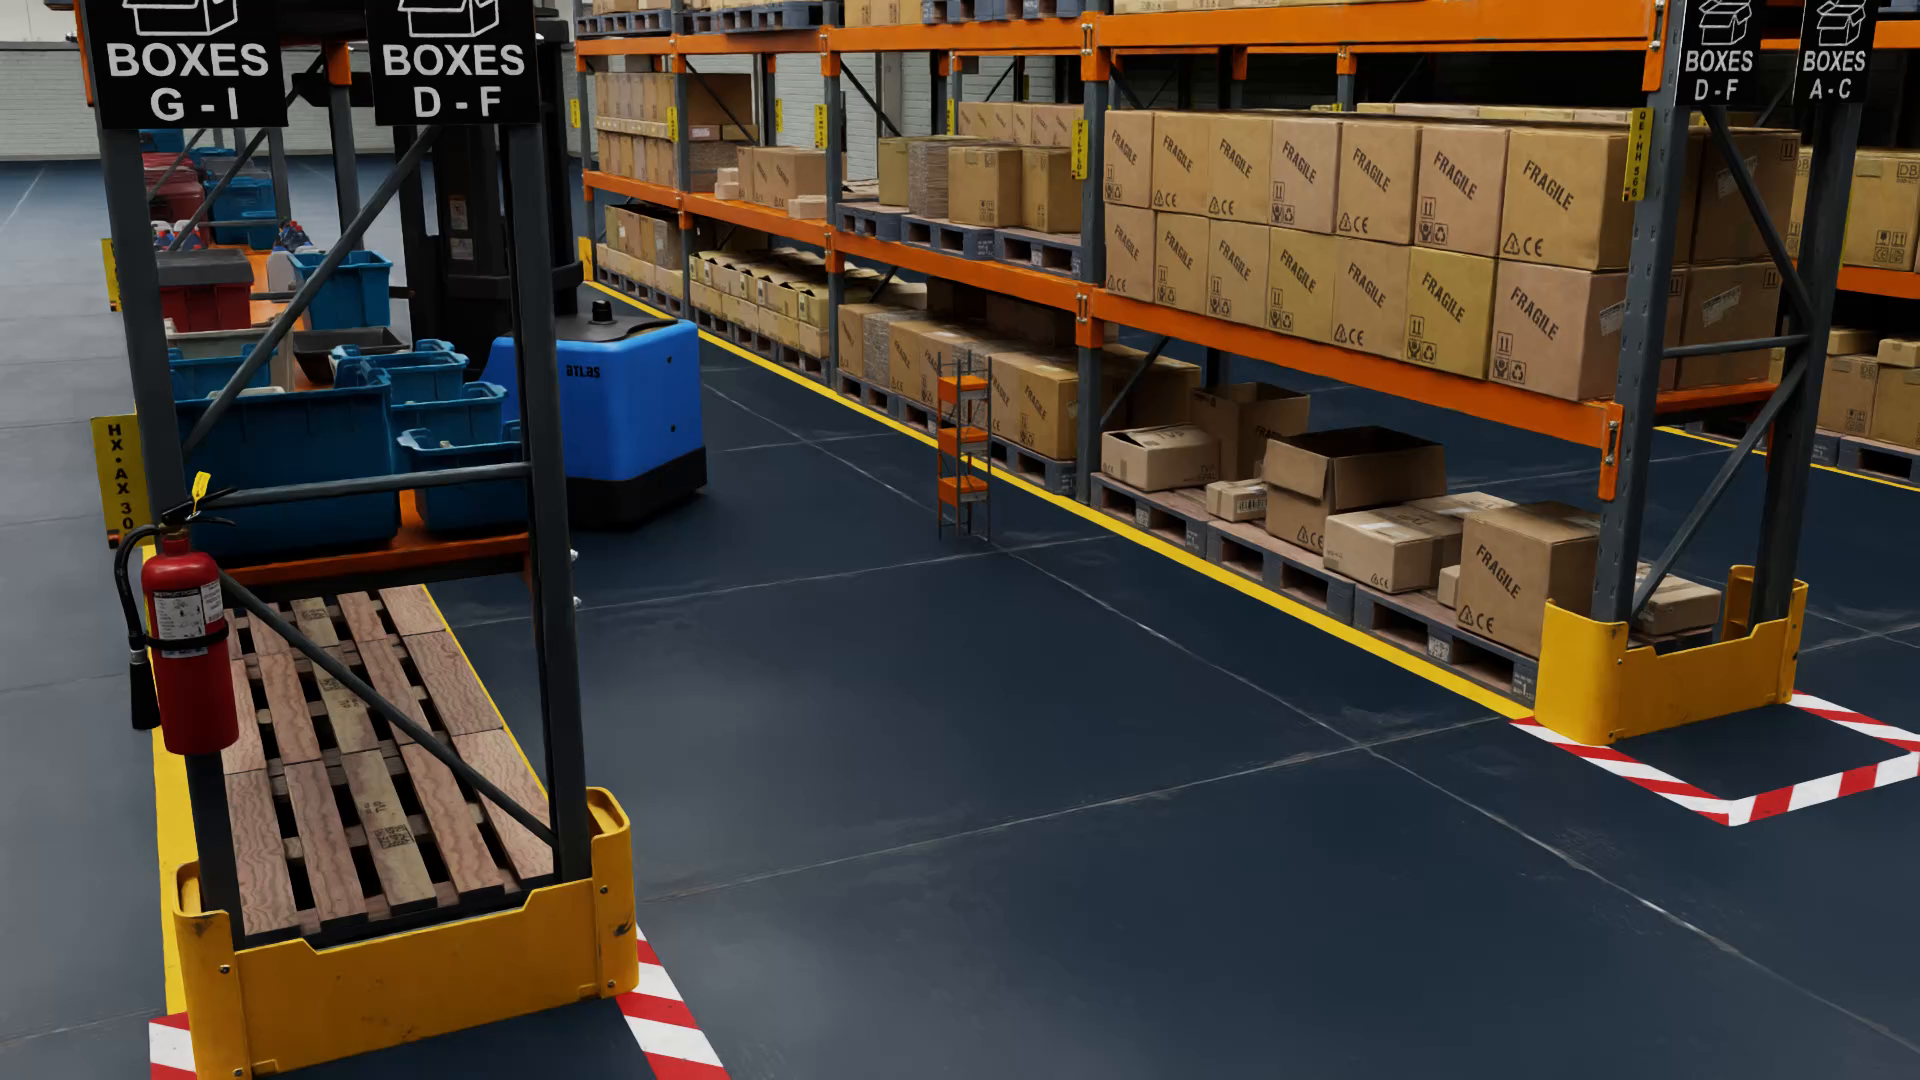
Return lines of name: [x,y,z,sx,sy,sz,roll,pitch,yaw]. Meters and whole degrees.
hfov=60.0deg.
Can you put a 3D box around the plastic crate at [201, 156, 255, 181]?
plastic crate: [-6.297,-3.055,14.341,0.402,0.464,0.583,-8,18,-25]

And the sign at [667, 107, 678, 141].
sign: [-2.828,-4.091,16.356,0.100,0.325,0.005,-8,18,-25]

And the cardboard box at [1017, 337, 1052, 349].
cardboard box: [0.726,-1.136,11.505,0.500,0.500,0.500,-7,18,-24]

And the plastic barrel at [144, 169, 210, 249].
plastic barrel: [-5.507,-2.259,11.437,0.600,0.536,0.708,-8,18,-25]

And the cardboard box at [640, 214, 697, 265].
cardboard box: [-3.160,-3.283,18.116,0.500,0.500,0.500,-8,18,-25]

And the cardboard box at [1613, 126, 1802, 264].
cardboard box: [2.970,-1.400,6.696,0.500,0.500,0.500,-7,17,-23]

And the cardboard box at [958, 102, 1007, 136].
cardboard box: [0.308,-5.439,21.643,0.500,0.500,0.500,-8,18,-25]

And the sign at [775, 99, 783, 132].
sign: [-1.846,-4.291,16.810,0.100,0.325,0.005,-8,18,-25]

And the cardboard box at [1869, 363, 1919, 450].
cardboard box: [6.302,-0.870,10.616,0.700,0.500,0.500,-7,18,-24]

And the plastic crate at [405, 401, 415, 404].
plastic crate: [-1.702,-0.392,5.549,0.250,0.136,0.298,-8,18,-25]

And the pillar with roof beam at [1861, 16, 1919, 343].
pillar with roof beam: [2.841,-4.615,9.018,9.100,9.000,0.400,-8,18,-25]

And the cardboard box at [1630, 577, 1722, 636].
cardboard box: [3.053,0.284,7.192,0.380,0.149,0.250,-8,18,-25]

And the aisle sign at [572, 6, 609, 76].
aisle sign: [-4.386,-5.925,19.747,0.394,0.787,0.004,-8,18,-25]

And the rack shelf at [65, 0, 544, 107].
rack shelf: [-2.403,-1.723,5.684,1.077,0.370,4.000,-8,18,-25]

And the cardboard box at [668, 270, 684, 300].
cardboard box: [-2.729,-2.673,17.352,0.500,0.250,0.500,-8,18,-25]

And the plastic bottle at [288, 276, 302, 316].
plastic bottle: [-3.404,-1.260,8.562,0.097,0.201,0.097,0,16,0]

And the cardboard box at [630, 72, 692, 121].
cardboard box: [-3.189,-4.859,18.211,0.700,0.500,0.500,-8,18,-25]

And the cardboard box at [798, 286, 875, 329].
cardboard box: [-1.028,-1.963,13.858,0.500,0.311,0.500,-7,17,-23]

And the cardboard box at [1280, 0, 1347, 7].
cardboard box: [1.821,-2.568,7.595,0.500,0.250,0.500,-8,18,-25]

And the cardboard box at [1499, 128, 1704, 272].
cardboard box: [2.485,-1.335,6.470,0.500,0.500,0.500,-8,18,-25]

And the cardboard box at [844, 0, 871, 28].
cardboard box: [-0.356,-4.098,12.475,0.910,0.500,0.500,-8,18,-25]

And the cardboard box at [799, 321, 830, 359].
cardboard box: [-1.027,-1.694,13.939,0.500,0.250,0.500,-7,18,-24]

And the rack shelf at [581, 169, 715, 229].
rack shelf: [-3.206,-3.855,18.549,1.077,0.370,4.000,-8,18,-25]

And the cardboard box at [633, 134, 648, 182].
cardboard box: [-3.208,-4.244,18.419,0.700,0.500,0.500,-7,17,-23]

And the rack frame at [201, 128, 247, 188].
rack frame: [-6.784,-3.107,14.639,1.000,3.000,0.127,-8,18,-25]

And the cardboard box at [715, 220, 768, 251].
cardboard box: [-2.251,-3.098,17.472,0.500,0.500,0.500,-8,18,-25]

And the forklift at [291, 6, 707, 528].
forklift: [-3.125,-1.701,9.866,3.031,2.935,1.130,5,17,18]

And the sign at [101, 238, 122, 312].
sign: [-3.775,-1.190,7.458,0.100,0.325,0.005,-8,18,-25]

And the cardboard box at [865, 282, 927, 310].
cardboard box: [-0.543,-2.028,14.086,0.500,0.311,0.500,-7,17,-23]

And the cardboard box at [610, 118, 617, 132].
cardboard box: [-3.769,-4.743,18.983,0.380,0.149,0.250,-8,18,-26]

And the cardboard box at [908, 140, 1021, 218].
cardboard box: [0.029,-2.570,11.826,0.700,0.500,0.500,-4,17,-14]

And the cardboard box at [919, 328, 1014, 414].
cardboard box: [0.048,-1.192,11.702,0.500,0.500,0.500,-8,18,-27]

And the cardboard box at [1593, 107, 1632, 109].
cardboard box: [5.200,-3.280,13.125,0.500,0.250,0.500,-8,18,-27]

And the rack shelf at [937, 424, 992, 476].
rack shelf: [0.023,-0.481,9.063,0.215,0.259,0.240,-8,18,-25]

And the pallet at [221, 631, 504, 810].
pallet: [-2.384,0.698,6.437,1.003,0.211,1.213,-8,18,-25]

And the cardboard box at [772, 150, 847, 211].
cardboard box: [-1.327,-3.175,14.695,0.500,0.500,0.500,-9,18,-28]

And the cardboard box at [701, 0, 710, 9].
cardboard box: [-2.313,-5.620,16.763,0.500,0.500,0.500,-6,17,-20]

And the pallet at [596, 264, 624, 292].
pallet: [-3.709,-3.171,19.919,1.003,0.211,1.213,-8,18,-25]

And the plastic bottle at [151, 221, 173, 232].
plastic bottle: [-5.133,-1.909,10.690,0.152,0.276,0.135,-8,18,-25]

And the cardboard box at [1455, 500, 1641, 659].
cardboard box: [2.468,0.156,7.003,0.500,0.500,0.500,-8,18,-25]

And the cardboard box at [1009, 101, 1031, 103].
cardboard box: [0.767,-5.503,21.864,0.500,0.500,0.500,-8,18,-26]

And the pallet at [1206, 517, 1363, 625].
pallet: [2.014,0.093,8.545,1.003,0.211,1.213,-8,18,-25]

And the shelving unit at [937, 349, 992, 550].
shelving unit: [0.023,-0.491,9.060,0.215,1.050,0.252,-8,18,-25]

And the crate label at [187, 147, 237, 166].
crate label: [-7.487,-3.692,16.614,0.502,0.435,0.616,-8,18,-25]

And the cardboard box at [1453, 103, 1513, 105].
cardboard box: [4.530,-3.663,14.462,0.500,0.250,0.500,-8,18,-27]

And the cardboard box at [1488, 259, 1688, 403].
cardboard box: [2.487,-0.855,6.612,0.500,0.500,0.500,-7,17,-23]

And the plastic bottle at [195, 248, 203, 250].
plastic bottle: [-3.846,-1.305,8.451,0.144,0.351,0.185,-8,18,-25]

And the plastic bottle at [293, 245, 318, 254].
plastic bottle: [-3.647,-1.511,9.305,0.152,0.276,0.135,-8,18,-25]

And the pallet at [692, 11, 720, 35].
pallet: [-1.932,-4.837,15.578,0.805,0.209,1.217,-8,18,-27]

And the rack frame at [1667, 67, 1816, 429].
rack frame: [5.627,-2.320,11.898,1.000,3.000,0.127,-8,18,-25]

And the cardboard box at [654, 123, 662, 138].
cardboard box: [-2.981,-4.297,17.429,0.380,0.149,0.250,-8,18,-25]

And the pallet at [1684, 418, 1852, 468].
pallet: [5.889,-0.782,11.593,1.003,0.211,1.213,-8,18,-25]

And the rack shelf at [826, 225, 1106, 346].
rack shelf: [0.299,-1.871,11.637,1.077,0.370,4.000,-8,18,-25]

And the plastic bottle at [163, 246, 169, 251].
plastic bottle: [-4.057,-1.334,8.550,0.144,0.351,0.185,-8,18,-25]
